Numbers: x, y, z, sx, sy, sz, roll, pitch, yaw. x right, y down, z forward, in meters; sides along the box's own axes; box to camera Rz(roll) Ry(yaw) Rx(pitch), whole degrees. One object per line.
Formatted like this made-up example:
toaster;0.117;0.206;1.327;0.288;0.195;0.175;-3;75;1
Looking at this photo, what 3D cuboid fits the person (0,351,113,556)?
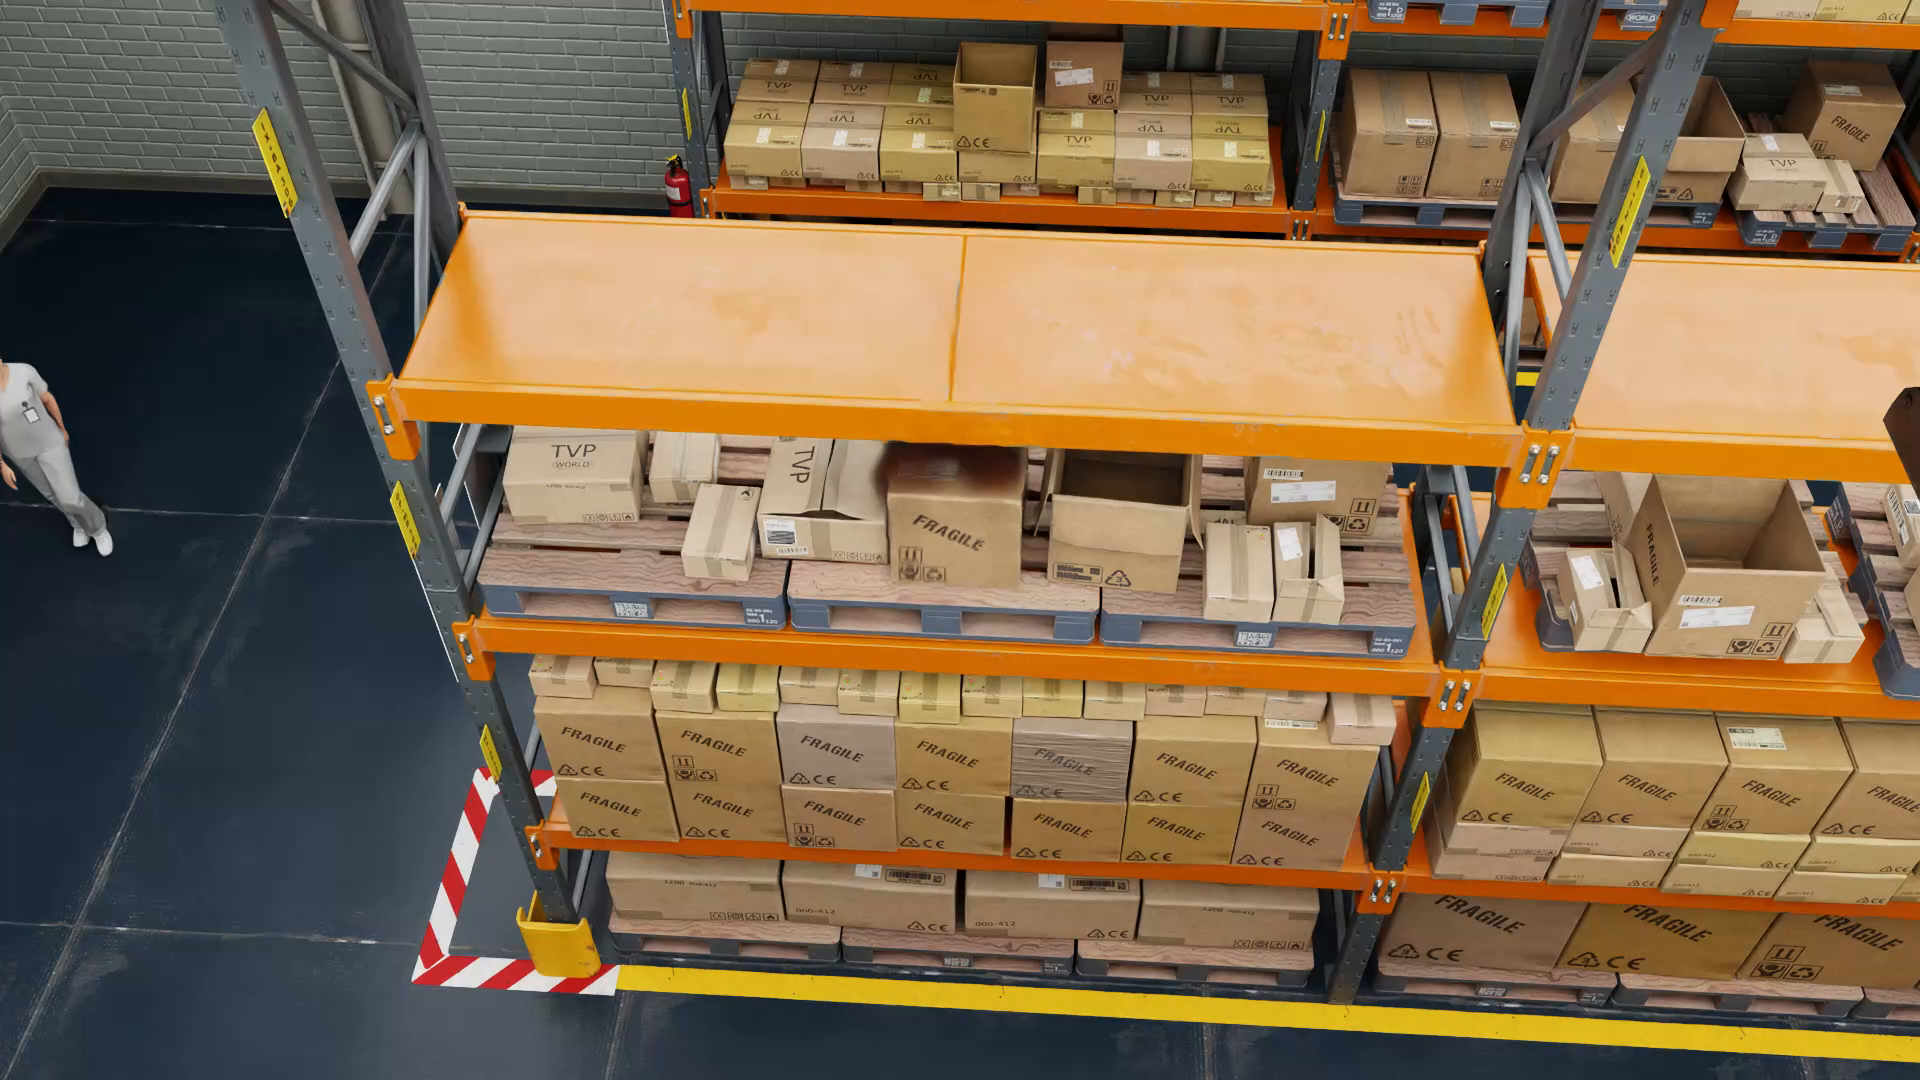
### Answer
person;-5.626;-0.529;10.087;0.416;1.678;0.501;-10;49;-9
